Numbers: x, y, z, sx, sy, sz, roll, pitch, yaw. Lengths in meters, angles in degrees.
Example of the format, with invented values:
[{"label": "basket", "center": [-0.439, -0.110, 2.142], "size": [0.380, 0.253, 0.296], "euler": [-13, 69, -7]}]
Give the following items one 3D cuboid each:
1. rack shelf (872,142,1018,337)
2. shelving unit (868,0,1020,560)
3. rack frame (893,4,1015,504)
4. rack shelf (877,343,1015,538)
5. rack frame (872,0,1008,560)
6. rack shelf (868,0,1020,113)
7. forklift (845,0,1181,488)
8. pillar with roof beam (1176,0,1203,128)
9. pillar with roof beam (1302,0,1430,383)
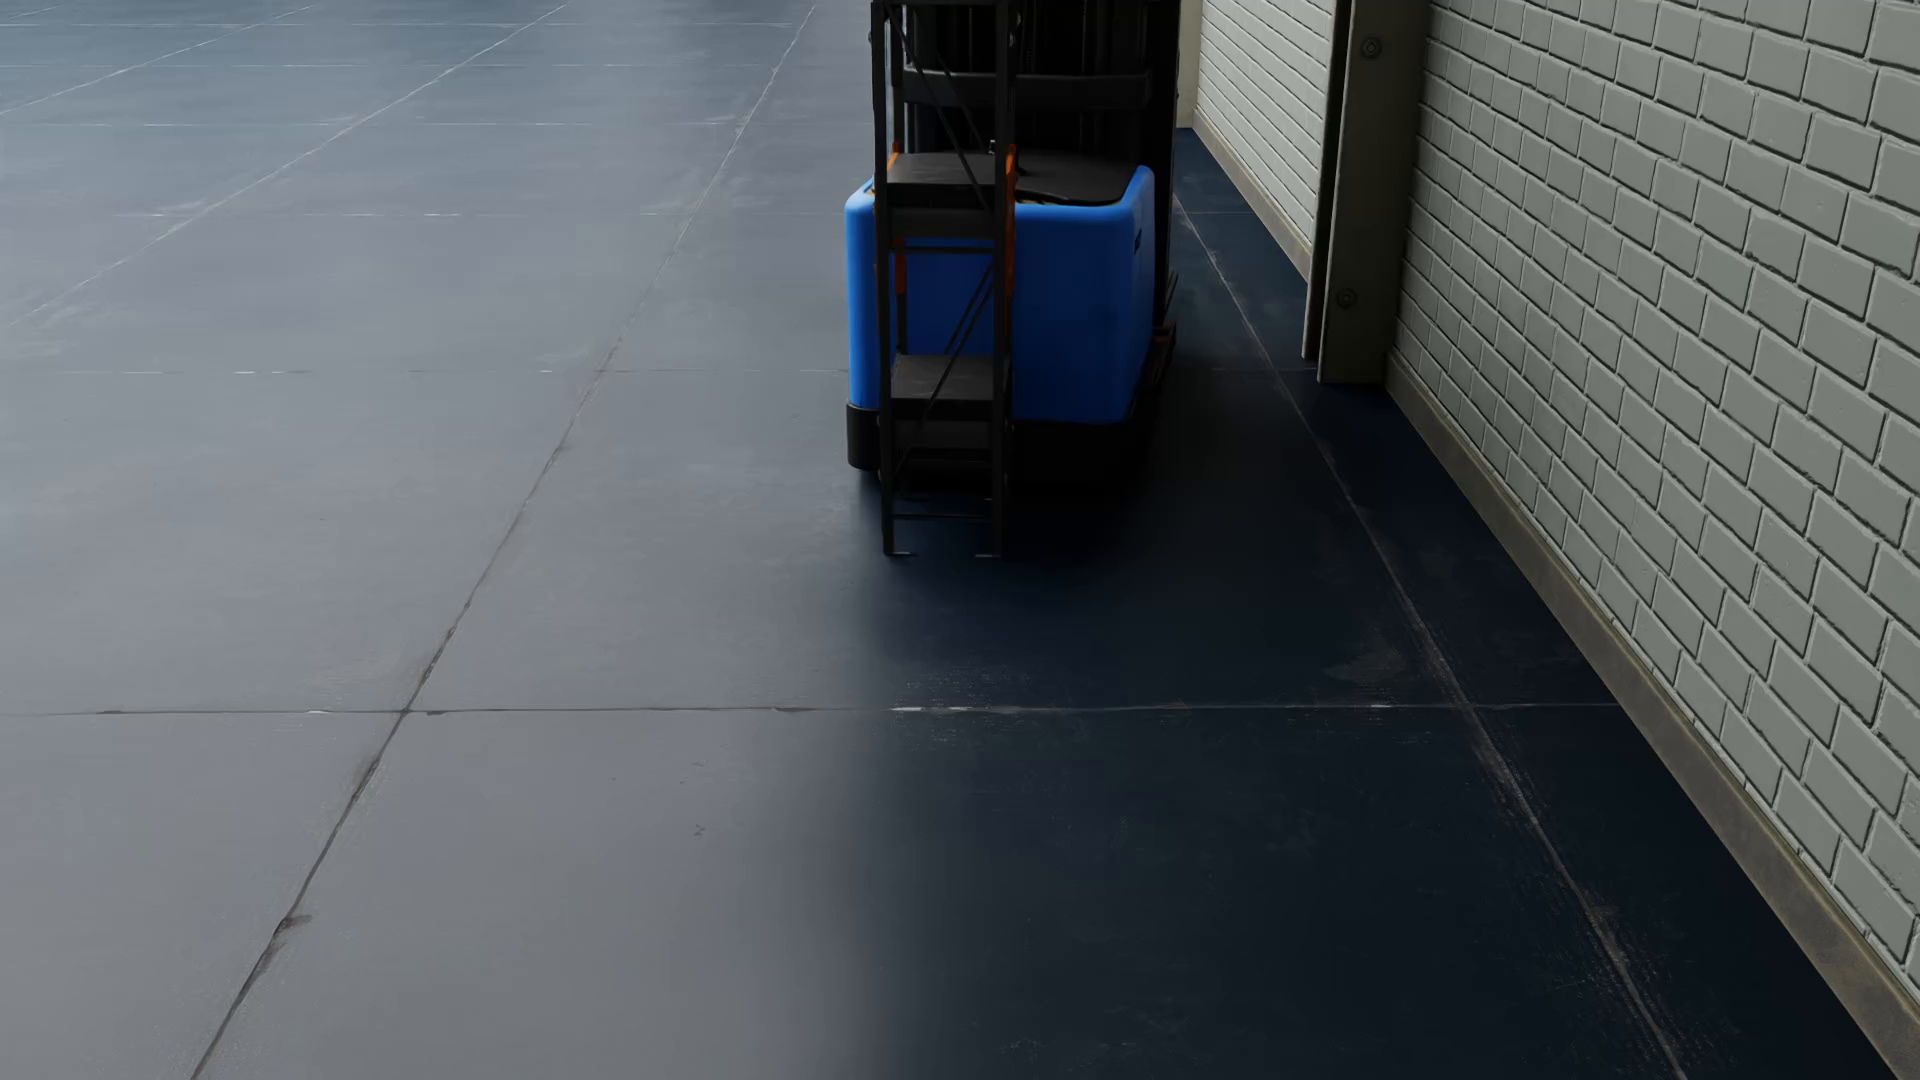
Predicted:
[{"label": "rack shelf", "center": [-0.039, -0.986, 5.416], "size": [0.431, 0.518, 0.480], "euler": [2, 24, 4]}, {"label": "shelving unit", "center": [-0.039, -0.999, 5.410], "size": [0.431, 2.100, 0.503], "euler": [2, 24, 4]}, {"label": "rack frame", "center": [-0.020, -1.099, 5.632], "size": [0.400, 2.100, 0.015], "euler": [2, 24, 4]}, {"label": "rack shelf", "center": [-0.039, -0.348, 5.704], "size": [0.431, 0.518, 0.480], "euler": [2, 24, 4]}, {"label": "rack frame", "center": [-0.059, -0.898, 5.188], "size": [0.400, 2.100, 0.015], "euler": [2, 24, 4]}, {"label": "rack shelf", "center": [-0.040, -1.624, 5.127], "size": [0.431, 0.518, 0.480], "euler": [2, 24, 4]}, {"label": "forklift", "center": [0.375, -2.102, 6.840], "size": [1.130, 2.935, 3.031], "euler": [5, 25, 10]}, {"label": "pillar with roof beam", "center": [-2.648, -7.322, 11.019], "size": [9.100, 9.000, 0.400], "euler": [0, 24, -1]}, {"label": "pillar with roof beam", "center": [-2.582, -4.849, 5.552], "size": [9.100, 9.000, 0.400], "euler": [0, 24, -1]}]
